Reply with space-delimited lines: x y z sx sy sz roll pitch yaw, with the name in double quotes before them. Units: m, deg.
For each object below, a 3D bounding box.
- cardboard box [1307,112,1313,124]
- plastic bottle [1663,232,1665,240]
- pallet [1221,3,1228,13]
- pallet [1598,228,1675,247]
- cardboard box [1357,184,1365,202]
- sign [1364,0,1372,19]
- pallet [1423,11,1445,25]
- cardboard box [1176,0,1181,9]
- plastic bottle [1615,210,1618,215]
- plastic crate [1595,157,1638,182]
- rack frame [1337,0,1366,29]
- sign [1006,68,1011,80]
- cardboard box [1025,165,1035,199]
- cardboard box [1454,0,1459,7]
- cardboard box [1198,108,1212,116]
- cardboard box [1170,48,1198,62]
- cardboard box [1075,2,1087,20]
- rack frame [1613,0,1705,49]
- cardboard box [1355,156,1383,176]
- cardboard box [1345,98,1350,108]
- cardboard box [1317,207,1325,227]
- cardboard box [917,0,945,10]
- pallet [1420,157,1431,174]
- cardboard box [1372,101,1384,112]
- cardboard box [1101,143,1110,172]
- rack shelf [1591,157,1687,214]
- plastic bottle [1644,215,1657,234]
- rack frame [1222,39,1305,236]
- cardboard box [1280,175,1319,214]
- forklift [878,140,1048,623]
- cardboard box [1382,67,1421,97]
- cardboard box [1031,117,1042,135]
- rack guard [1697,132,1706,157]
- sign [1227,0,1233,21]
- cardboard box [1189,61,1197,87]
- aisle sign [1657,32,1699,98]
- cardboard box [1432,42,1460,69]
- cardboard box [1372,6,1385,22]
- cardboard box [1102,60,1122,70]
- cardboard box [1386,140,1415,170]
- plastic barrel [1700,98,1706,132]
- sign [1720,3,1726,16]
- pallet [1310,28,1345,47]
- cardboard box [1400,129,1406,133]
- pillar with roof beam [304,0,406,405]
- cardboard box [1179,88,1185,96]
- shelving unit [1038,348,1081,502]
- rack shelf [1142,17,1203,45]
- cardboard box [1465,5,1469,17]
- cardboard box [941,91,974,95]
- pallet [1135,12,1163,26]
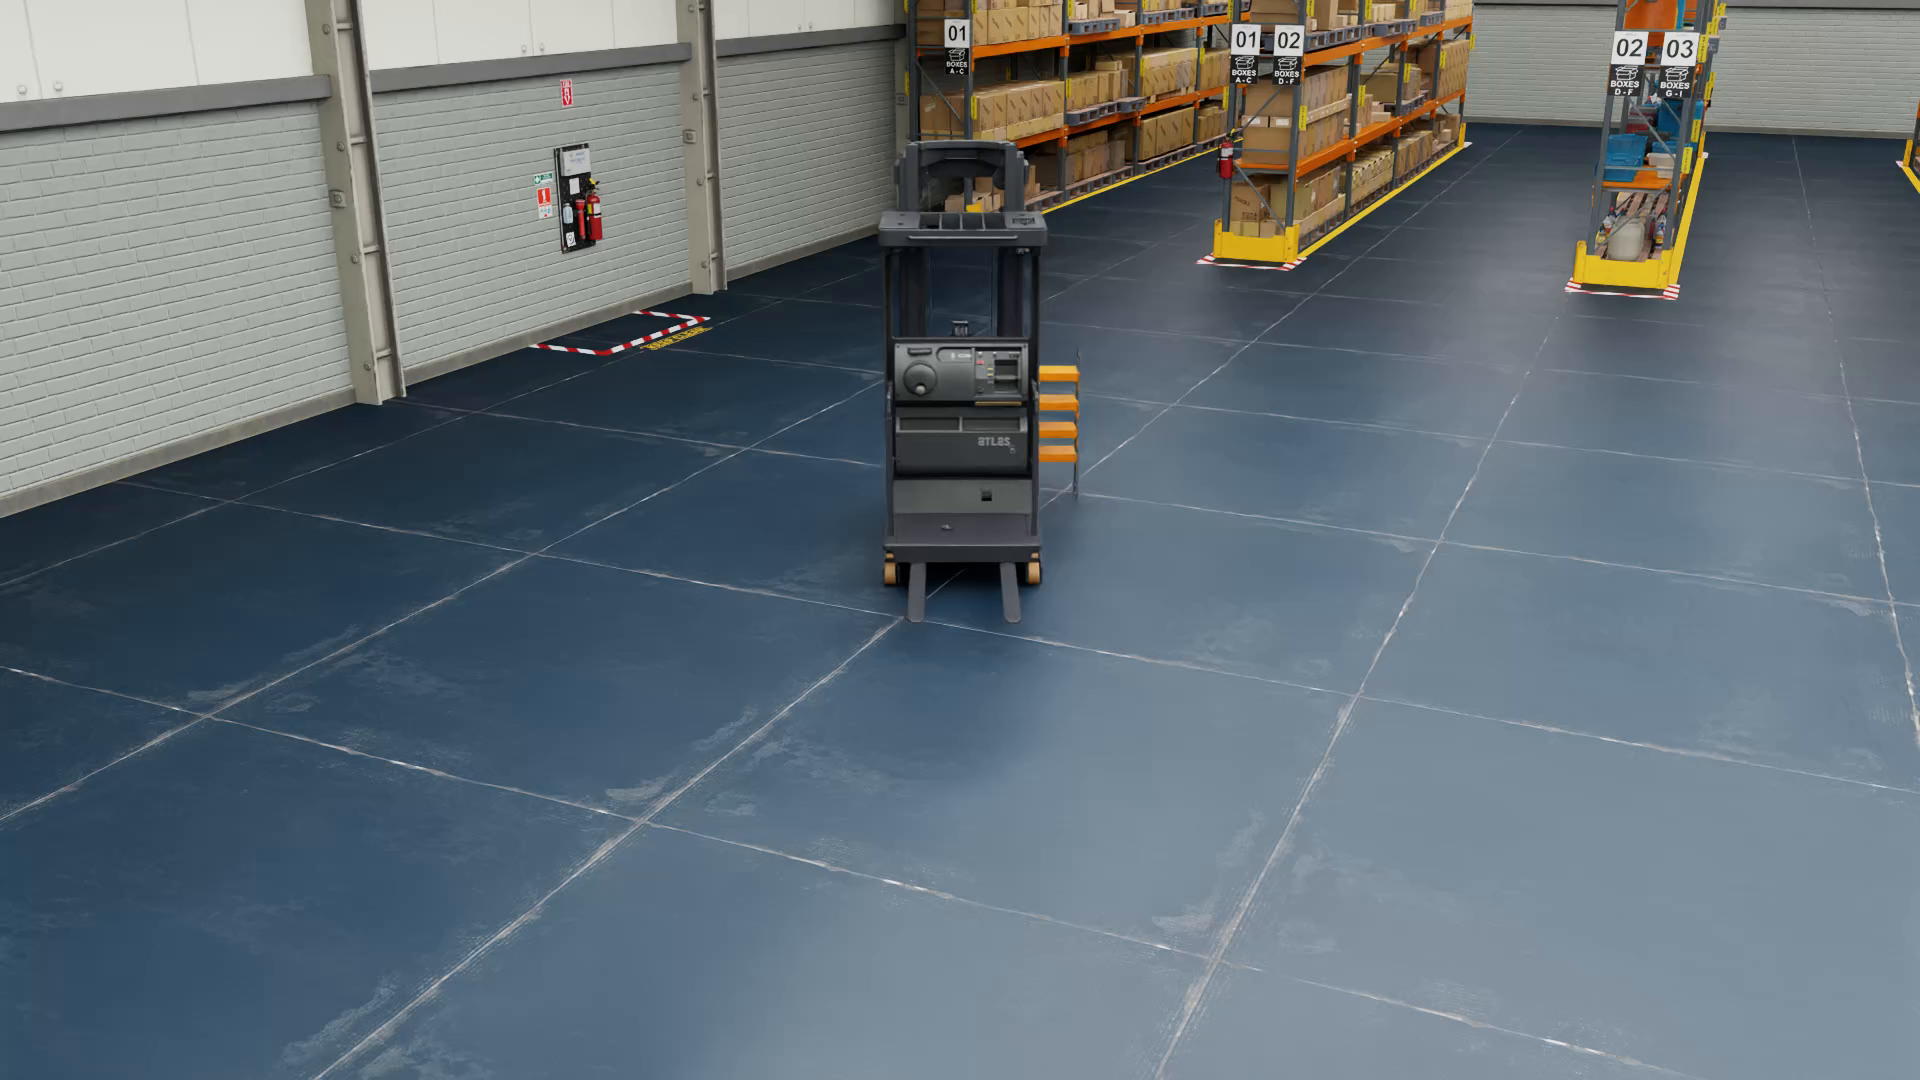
"cardboard box" 4.903 -6.137 24.131 0.380 0.149 0.250 8 21 22
"plastic bottle" 9.998 -4.345 23.729 0.097 0.201 0.097 0 20 0
"pallet" 5.471 -11.798 36.824 1.003 0.211 1.213 9 21 23
"pallet" 10.074 -4.488 24.774 1.003 0.211 1.213 9 21 23
"cardboard box" 6.472 -5.830 27.863 0.500 0.250 0.500 9 22 24
"sign" 6.377 -8.301 25.967 0.100 0.325 0.005 9 21 23
"pallet" 8.815 -10.263 32.655 1.213 0.211 1.003 9 21 23
"cardboard box" 4.164 -11.220 34.260 0.700 0.500 0.500 7 21 20
"plastic bottle" 9.750 -4.786 24.858 0.152 0.276 0.135 9 22 25
"plastic crate" 8.681 -4.903 22.001 0.499 0.251 0.616 9 21 23
"rack frame" 5.870 -9.509 25.777 1.000 3.000 0.127 9 21 23
"sign" 0.841 -7.982 28.708 0.100 0.325 0.005 9 21 23
"cardboard box" 0.961 -6.068 28.128 0.500 0.500 0.500 7 21 19
"cardboard box" 9.990 -11.125 34.276 0.500 0.250 0.500 9 21 23
"cardboard box" 5.331 -9.427 36.634 0.380 0.149 0.250 9 22 25
"cardboard box" 4.667 -10.179 34.871 0.500 0.250 0.500 9 22 24
"cardboard box" 1.898 -9.275 29.101 0.500 0.311 0.500 9 22 24
"rack frame" 8.749 -7.606 20.425 1.000 3.000 0.127 9 21 23
"cardboard box" 7.102 -6.564 29.090 0.500 0.311 0.500 8 21 22
"cardboard box" 5.954 -6.923 26.341 0.380 0.149 0.250 9 21 23
"cardboard box" 5.270 -4.954 25.398 0.500 0.250 0.500 9 21 23
"cardboard box" -0.351 -8.247 25.034 0.500 0.500 0.500 10 22 25
"pallet" 8.847 -7.560 33.413 1.003 0.211 1.213 9 21 23
"cardboard box" 7.319 -7.758 29.940 0.500 0.311 0.500 10 22 26
"cardboard box" 2.423 -7.245 31.437 0.700 0.500 0.500 9 21 23
"rack shelf" 9.568 -5.051 23.270 1.077 0.370 4.000 9 21 23
"plastic bottle" 10.163 -4.643 24.457 0.152 0.276 0.135 9 21 23
"rack frame" 4.232 -5.460 23.344 1.000 3.000 0.127 9 21 23
"cardboard box" 5.050 -5.157 24.849 0.500 0.500 0.500 9 21 23
"forklift" 0.014 -1.167 11.377 1.130 2.935 3.031 0 20 0
"cardboard box" 8.479 -8.824 32.030 0.700 0.500 0.500 3 20 9
"cardboard box" 1.028 -6.806 27.325 0.500 0.250 0.500 8 21 22
"rack guard" 15.299 -8.501 35.628 1.175 0.500 0.348 9 21 23
"sign" 3.743 -7.332 22.928 0.100 0.325 0.005 9 21 23
"cardboard box" 4.666 -9.828 35.003 0.500 0.500 0.500 8 21 22
"aisle sign" 8.987 -5.942 20.819 0.394 0.787 0.004 9 21 23
"cardboard box" 10.228 -10.225 35.101 0.500 0.500 0.500 9 22 24
"cardboard box" 6.931 -8.963 28.316 0.500 0.250 0.500 8 21 22
"cardboard box" 2.873 -9.034 31.622 0.380 0.149 0.250 6 20 16
"cardboard box" 8.374 -7.348 31.728 0.500 0.500 0.500 8 21 22
"plastic barrel" 12.112 -7.105 27.768 0.600 0.536 0.708 9 21 23
"sign" 15.810 -10.963 34.500 0.100 0.325 0.005 9 21 23
"pallet" 5.043 -7.418 24.507 1.003 0.211 1.213 9 21 23
"cardboard box" 8.725 -8.043 33.682 0.500 0.500 0.500 8 21 20
"pillar with roof beam" -1.778 -5.039 13.207 9.100 9.000 0.400 9 21 23
"cardboard box" 4.461 -9.313 34.525 0.380 0.149 0.250 9 21 23
"shelving unit" 0.690 -0.911 13.241 0.503 1.200 0.258 0 20 -1
"rack shelf" 3.806 -10.270 33.466 1.077 0.370 4.000 9 21 23
"cardboard box" 10.599 -11.349 35.651 0.500 0.250 0.500 9 21 23
"cardboard box" -0.075 -6.756 26.064 0.500 0.500 0.500 9 21 23
"pallet" 3.202 -10.112 32.232 1.213 0.211 1.003 10 22 25
